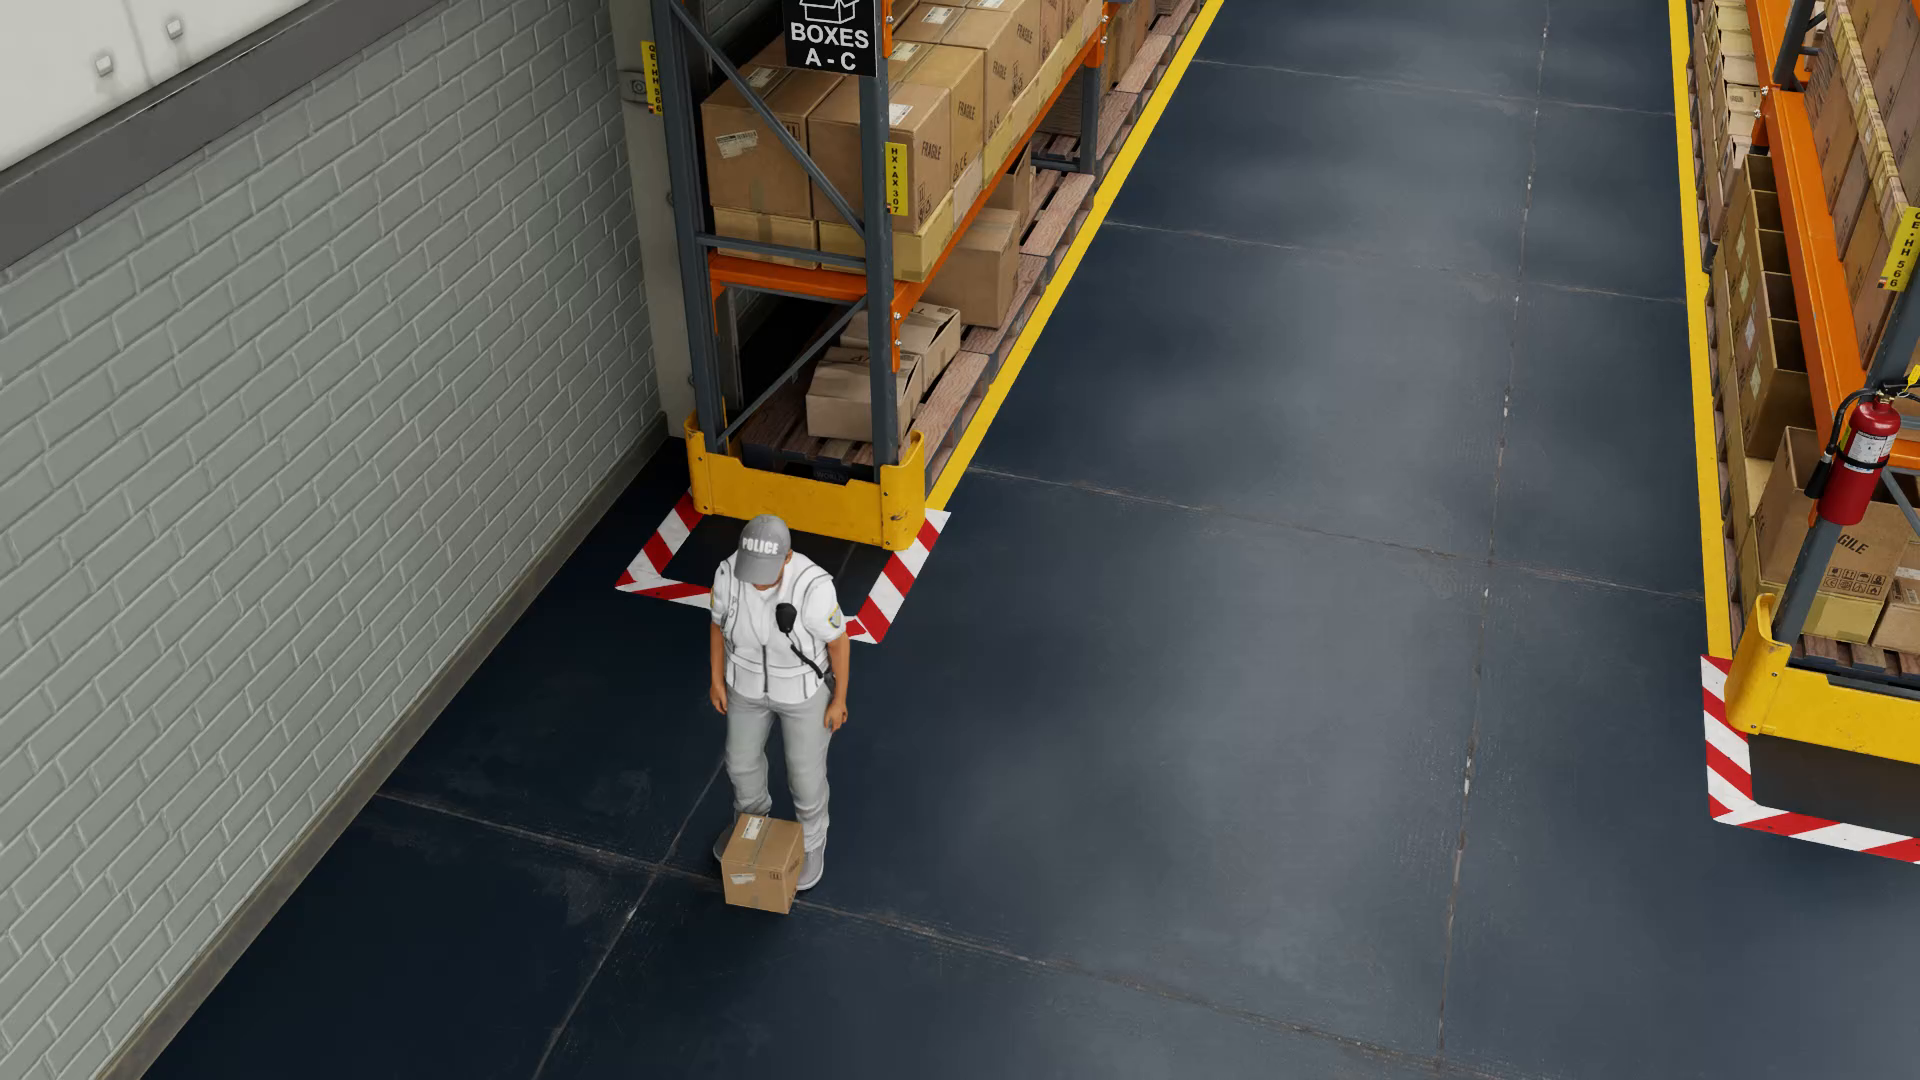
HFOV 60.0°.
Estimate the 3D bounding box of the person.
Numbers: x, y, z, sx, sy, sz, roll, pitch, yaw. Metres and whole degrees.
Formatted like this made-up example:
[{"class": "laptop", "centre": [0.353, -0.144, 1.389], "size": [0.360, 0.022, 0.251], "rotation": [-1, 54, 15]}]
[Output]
[{"class": "person", "centre": [-0.685, 0.559, 6.149], "size": [0.564, 1.666, 0.466], "rotation": [9, 38, 11]}]
